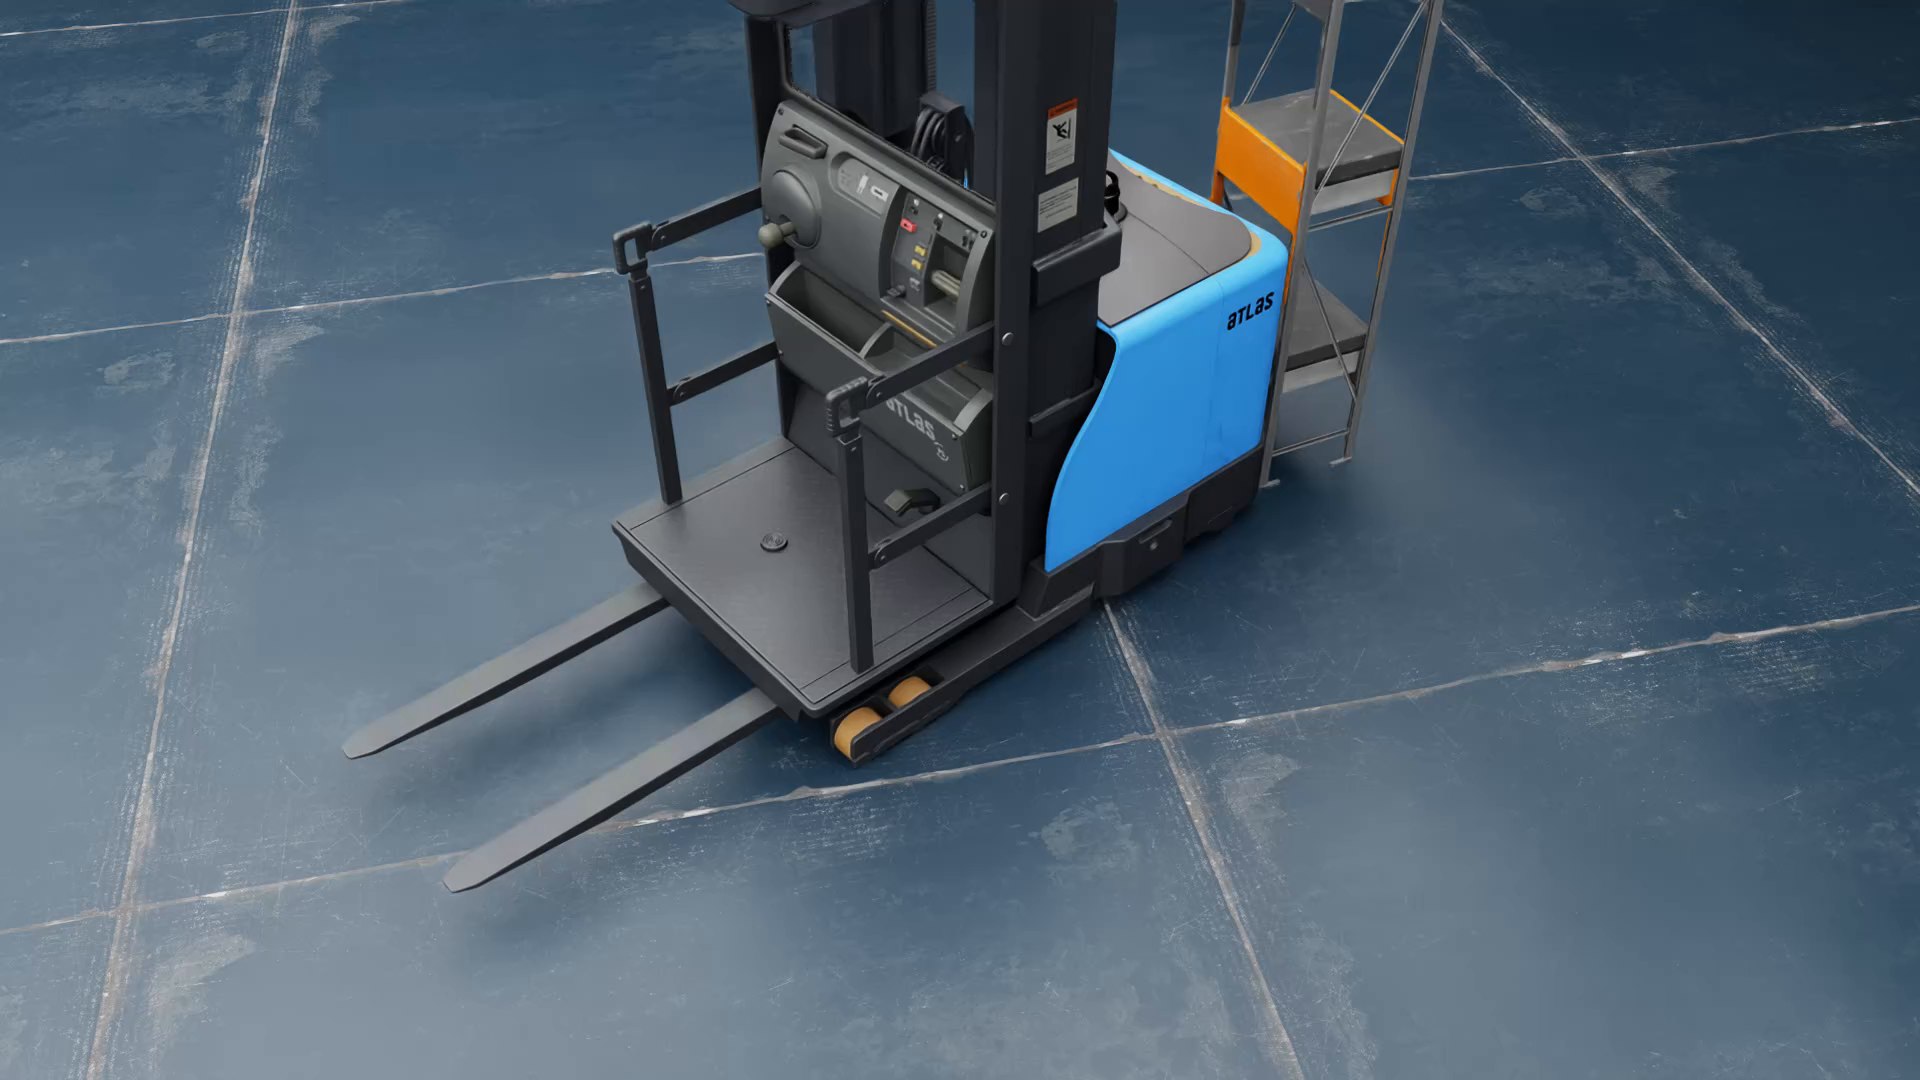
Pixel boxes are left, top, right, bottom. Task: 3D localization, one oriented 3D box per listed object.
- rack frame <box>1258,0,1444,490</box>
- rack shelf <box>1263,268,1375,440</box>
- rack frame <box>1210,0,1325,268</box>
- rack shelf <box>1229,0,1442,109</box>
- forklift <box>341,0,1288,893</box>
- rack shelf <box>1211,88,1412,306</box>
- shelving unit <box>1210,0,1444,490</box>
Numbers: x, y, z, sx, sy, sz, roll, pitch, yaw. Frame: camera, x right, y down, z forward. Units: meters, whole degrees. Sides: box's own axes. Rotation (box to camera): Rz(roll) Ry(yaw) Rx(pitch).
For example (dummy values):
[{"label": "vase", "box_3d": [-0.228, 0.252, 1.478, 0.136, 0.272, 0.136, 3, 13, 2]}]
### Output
[{"label": "rack frame", "box_3d": [1.247, -1.025, 5.322, 0.400, 2.100, 0.015, -17, 44, -19]}, {"label": "rack shelf", "box_3d": [1.144, -0.637, 5.961, 0.431, 0.518, 0.480, -17, 44, -19]}, {"label": "rack frame", "box_3d": [1.040, -1.318, 5.653, 0.400, 2.100, 0.015, -17, 44, -19]}, {"label": "rack shelf", "box_3d": [1.144, -1.685, 5.032, 0.431, 0.518, 0.480, -17, 44, -19]}, {"label": "forklift", "box_3d": [-0.403, -0.824, 4.471, 3.031, 2.935, 1.130, -30, 49, -29]}, {"label": "rack shelf", "box_3d": [1.144, -1.161, 5.496, 0.431, 0.518, 0.480, -17, 44, -19]}, {"label": "shelving unit", "box_3d": [1.144, -1.171, 5.487, 0.431, 2.100, 0.503, -17, 44, -19]}]
